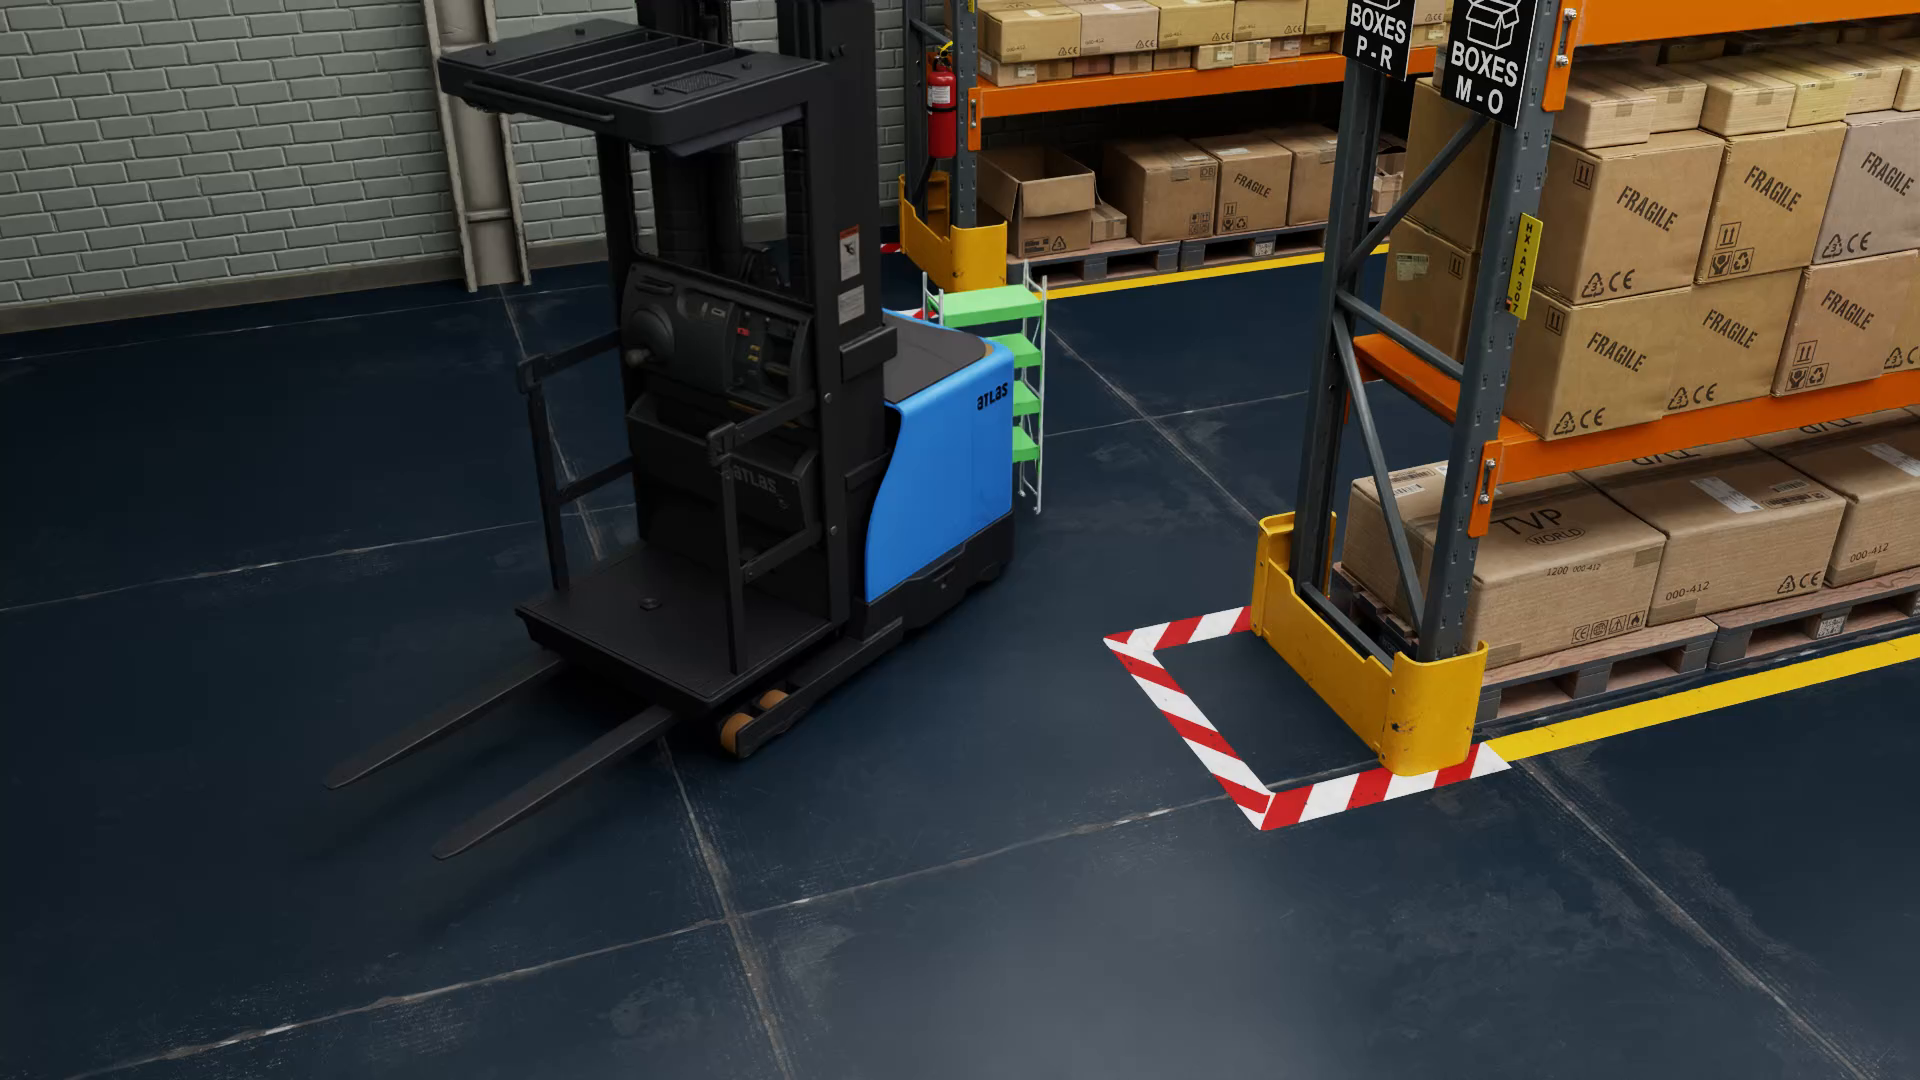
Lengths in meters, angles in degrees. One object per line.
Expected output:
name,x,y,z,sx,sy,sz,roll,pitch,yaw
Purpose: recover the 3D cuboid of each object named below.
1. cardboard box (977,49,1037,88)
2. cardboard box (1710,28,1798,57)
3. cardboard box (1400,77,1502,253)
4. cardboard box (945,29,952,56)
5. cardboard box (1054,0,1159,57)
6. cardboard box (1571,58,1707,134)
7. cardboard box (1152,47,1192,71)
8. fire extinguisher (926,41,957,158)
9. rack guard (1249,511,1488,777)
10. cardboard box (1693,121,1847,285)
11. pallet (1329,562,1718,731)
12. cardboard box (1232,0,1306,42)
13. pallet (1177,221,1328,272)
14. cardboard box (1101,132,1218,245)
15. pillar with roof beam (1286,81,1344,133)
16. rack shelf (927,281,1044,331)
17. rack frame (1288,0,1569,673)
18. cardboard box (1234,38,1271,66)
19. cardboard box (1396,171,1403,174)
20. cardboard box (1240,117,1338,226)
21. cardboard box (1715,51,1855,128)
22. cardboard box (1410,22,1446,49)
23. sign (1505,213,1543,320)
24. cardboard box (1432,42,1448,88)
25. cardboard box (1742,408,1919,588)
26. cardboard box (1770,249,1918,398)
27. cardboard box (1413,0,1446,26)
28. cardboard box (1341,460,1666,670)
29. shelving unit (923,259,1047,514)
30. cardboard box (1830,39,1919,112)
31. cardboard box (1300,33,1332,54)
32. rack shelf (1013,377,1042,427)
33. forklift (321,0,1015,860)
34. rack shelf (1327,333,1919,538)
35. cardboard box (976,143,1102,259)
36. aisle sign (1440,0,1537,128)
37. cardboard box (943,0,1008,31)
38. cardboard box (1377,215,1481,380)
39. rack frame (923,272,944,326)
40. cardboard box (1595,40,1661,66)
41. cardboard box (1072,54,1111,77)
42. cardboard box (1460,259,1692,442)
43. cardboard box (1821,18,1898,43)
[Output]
cardboard box,0.274,-2.839,9.956,0.250,0.149,0.380,-11,31,-18
cardboard box,2.834,-1.806,6.123,0.250,0.149,0.380,-11,31,-18
cardboard box,1.974,-1.388,6.044,0.500,0.500,0.500,-9,31,-16
cardboard box,0.087,-3.091,10.399,0.250,0.149,0.380,-11,31,-18
cardboard box,0.862,-3.123,10.052,0.500,0.250,0.500,-10,31,-17
cardboard box,2.255,-1.487,5.563,0.250,0.149,0.380,-10,31,-16
cardboard box,1.236,-3.029,10.290,0.250,0.149,0.380,-10,31,-17
fire extinguisher,-0.106,-2.583,9.708,0.183,0.674,0.296,-10,31,-18
rack guard,1.582,0.374,6.588,0.348,0.500,1.175,-10,31,-18
cardboard box,2.636,-1.237,5.780,0.500,0.500,0.500,-11,32,-19
pallet,2.327,0.321,6.973,1.213,0.211,1.003,-10,31,-18
cardboard box,1.808,-3.310,10.381,0.500,0.250,0.500,-11,32,-19
pallet,1.830,-2.166,11.340,1.213,0.211,1.003,-10,31,-18
cardboard box,1.291,-2.306,10.868,0.500,0.500,0.700,-9,31,-16
pillar with roof beam,4.154,-4.616,6.762,0.400,9.000,9.100,-10,31,-18
rack shelf,0.110,-1.024,7.495,0.480,0.148,0.258,-10,31,-17
rack frame,1.605,-0.716,5.977,0.127,3.000,1.000,-10,31,-18
cardboard box,1.739,-3.093,10.402,0.250,0.149,0.380,-10,31,-16
cardboard box,3.200,-2.420,11.423,0.250,0.149,0.380,-11,32,-19
cardboard box,2.264,-2.485,11.182,0.500,0.500,0.700,-12,32,-19
cardboard box,2.779,-1.532,5.643,0.250,0.149,0.380,-11,32,-19
cardboard box,2.937,-3.316,10.794,0.250,0.149,0.380,-10,31,-16
sign,1.793,-0.868,5.289,0.005,0.325,0.100,-10,31,-18
cardboard box,1.871,-1.631,5.816,0.250,0.149,0.380,-10,31,-17
cardboard box,3.889,-0.262,7.344,0.875,0.438,0.875,-11,32,-19
cardboard box,3.102,-0.889,6.179,0.500,0.500,0.500,-11,31,-18
cardboard box,2.763,-3.478,10.676,0.500,0.250,0.500,-10,31,-17
cardboard box,2.188,0.054,6.788,0.875,0.438,0.875,-12,32,-19
shelving unit,0.110,-0.663,7.701,0.503,1.200,0.258,-10,31,-17
cardboard box,3.255,-1.626,5.807,0.250,0.149,0.380,-10,31,-17
cardboard box,2.171,-3.234,10.650,0.250,0.149,0.380,-10,31,-17
rack shelf,0.110,-0.607,7.733,0.480,0.148,0.258,-10,31,-17
forklift,-1.050,-0.725,6.063,1.130,2.935,3.031,21,36,32
rack shelf,3.479,-0.749,6.761,4.000,0.370,1.077,-10,31,-18
cardboard box,0.477,-2.178,10.640,0.637,0.503,0.797,-12,32,-20
aisle sign,1.638,-1.699,5.075,0.004,0.787,0.394,-10,31,-18
cardboard box,0.209,-3.285,10.337,0.500,0.250,0.500,-10,31,-16
cardboard box,1.964,-0.965,6.313,0.500,0.500,0.500,-10,31,-17
rack frame,-0.120,-0.621,7.628,0.015,1.200,0.240,-10,31,-17
cardboard box,2.313,-1.769,6.059,0.250,0.149,0.380,-11,31,-18
cardboard box,0.731,-2.965,10.179,0.250,0.149,0.380,-11,31,-18
cardboard box,2.155,-0.709,5.863,0.500,0.500,0.500,-11,31,-18
cardboard box,3.301,-1.913,6.311,0.250,0.149,0.380,-9,31,-16
